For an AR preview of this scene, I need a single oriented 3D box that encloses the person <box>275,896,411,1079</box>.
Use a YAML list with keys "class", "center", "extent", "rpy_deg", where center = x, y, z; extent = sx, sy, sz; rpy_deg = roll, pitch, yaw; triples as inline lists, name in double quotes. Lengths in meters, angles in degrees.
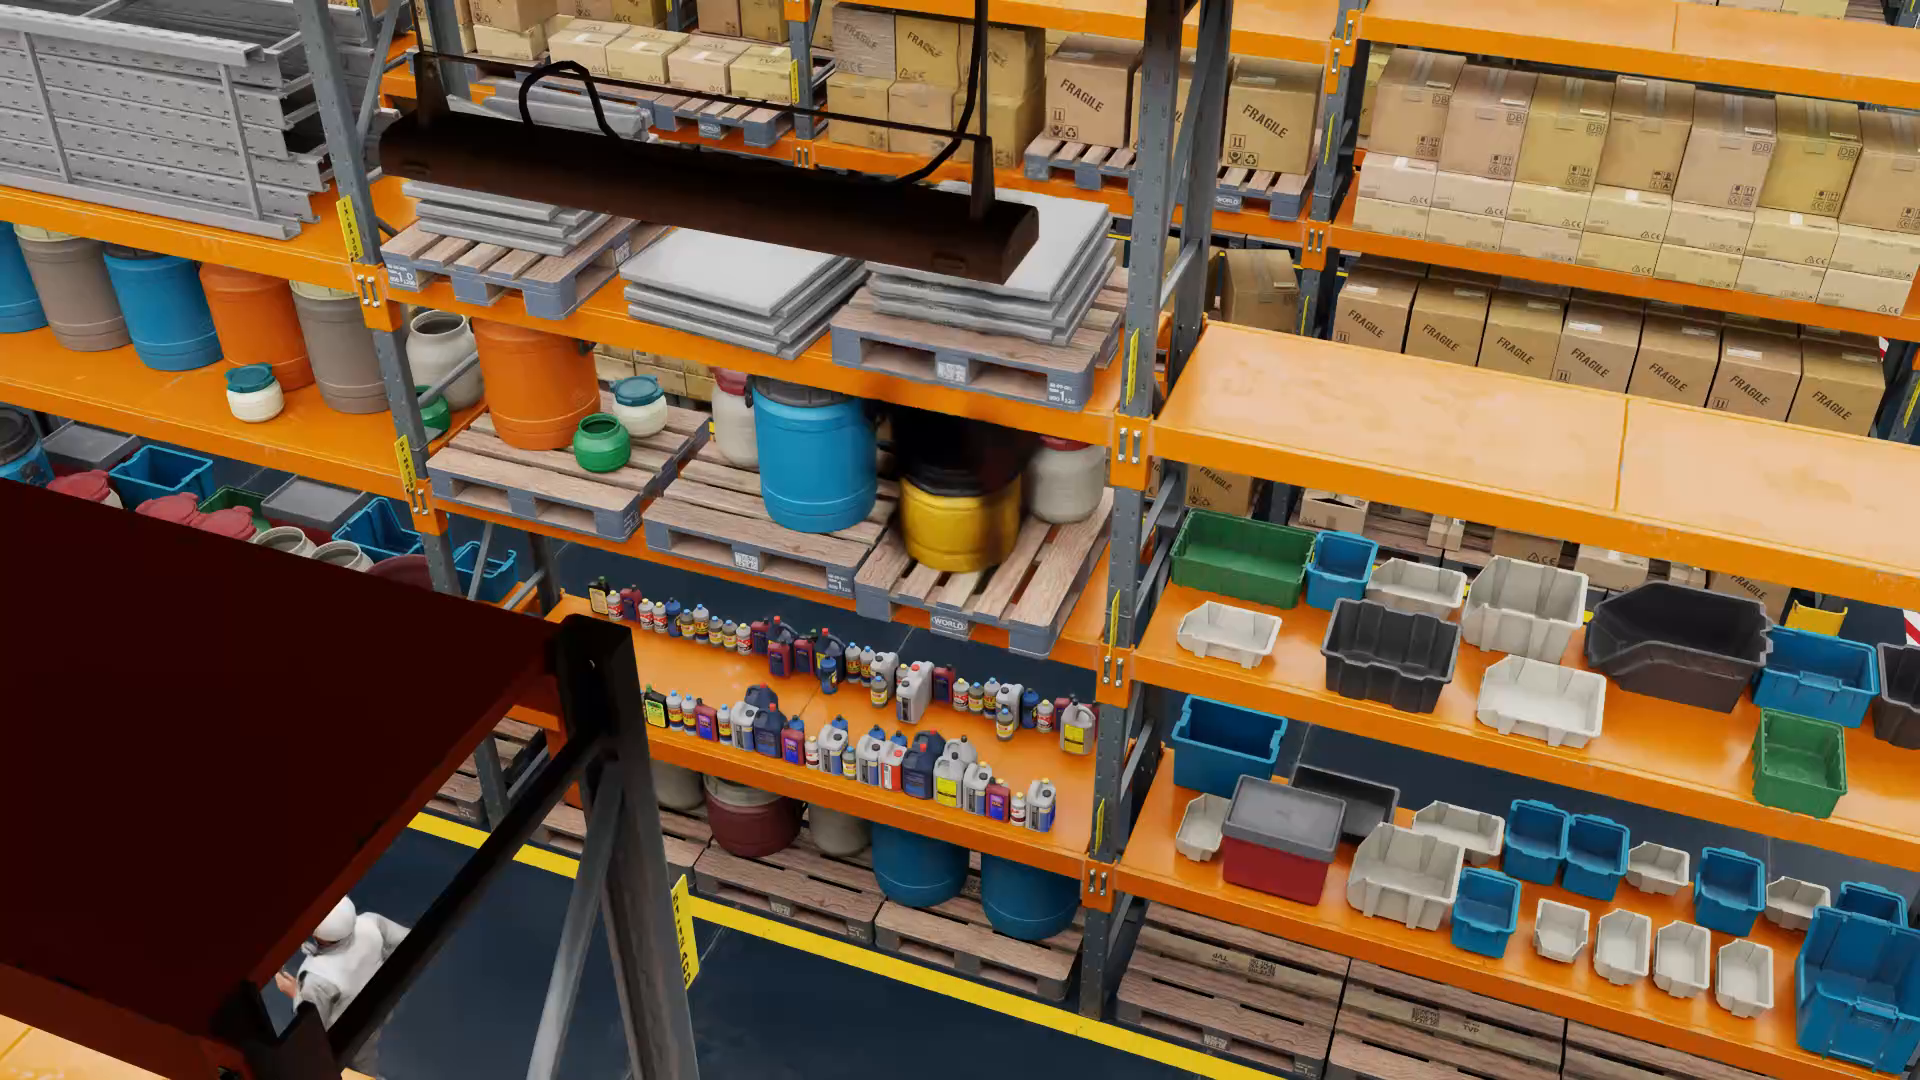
- class: "person"
  center: [-3.005, 2.363, 8.246]
  extent: [0.852, 1.789, 0.667]
  rpy_deg: [10, 38, 13]
